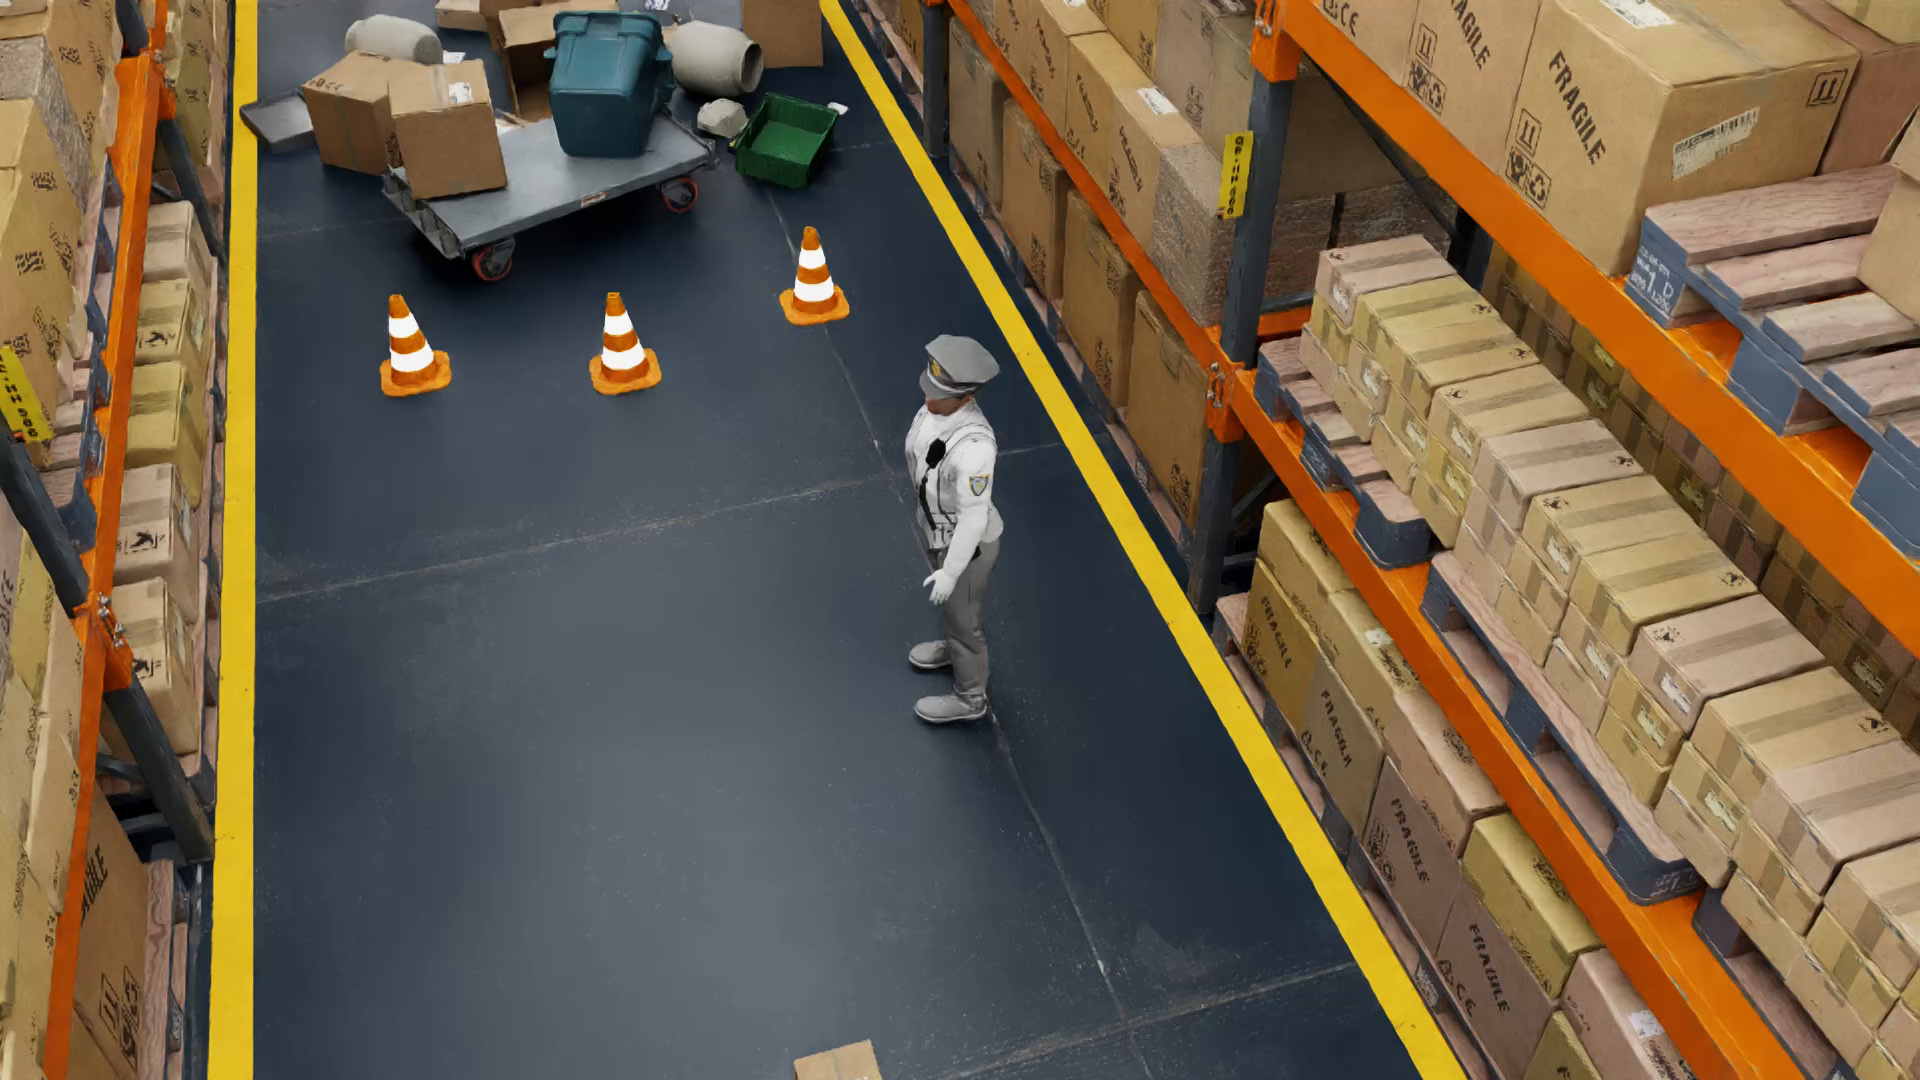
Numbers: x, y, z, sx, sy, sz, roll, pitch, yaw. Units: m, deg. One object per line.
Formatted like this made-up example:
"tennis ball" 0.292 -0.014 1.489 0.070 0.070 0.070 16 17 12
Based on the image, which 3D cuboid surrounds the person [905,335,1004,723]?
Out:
"person" -0.033 -0.018 6.136 0.356 1.686 0.520 -11 44 -12
